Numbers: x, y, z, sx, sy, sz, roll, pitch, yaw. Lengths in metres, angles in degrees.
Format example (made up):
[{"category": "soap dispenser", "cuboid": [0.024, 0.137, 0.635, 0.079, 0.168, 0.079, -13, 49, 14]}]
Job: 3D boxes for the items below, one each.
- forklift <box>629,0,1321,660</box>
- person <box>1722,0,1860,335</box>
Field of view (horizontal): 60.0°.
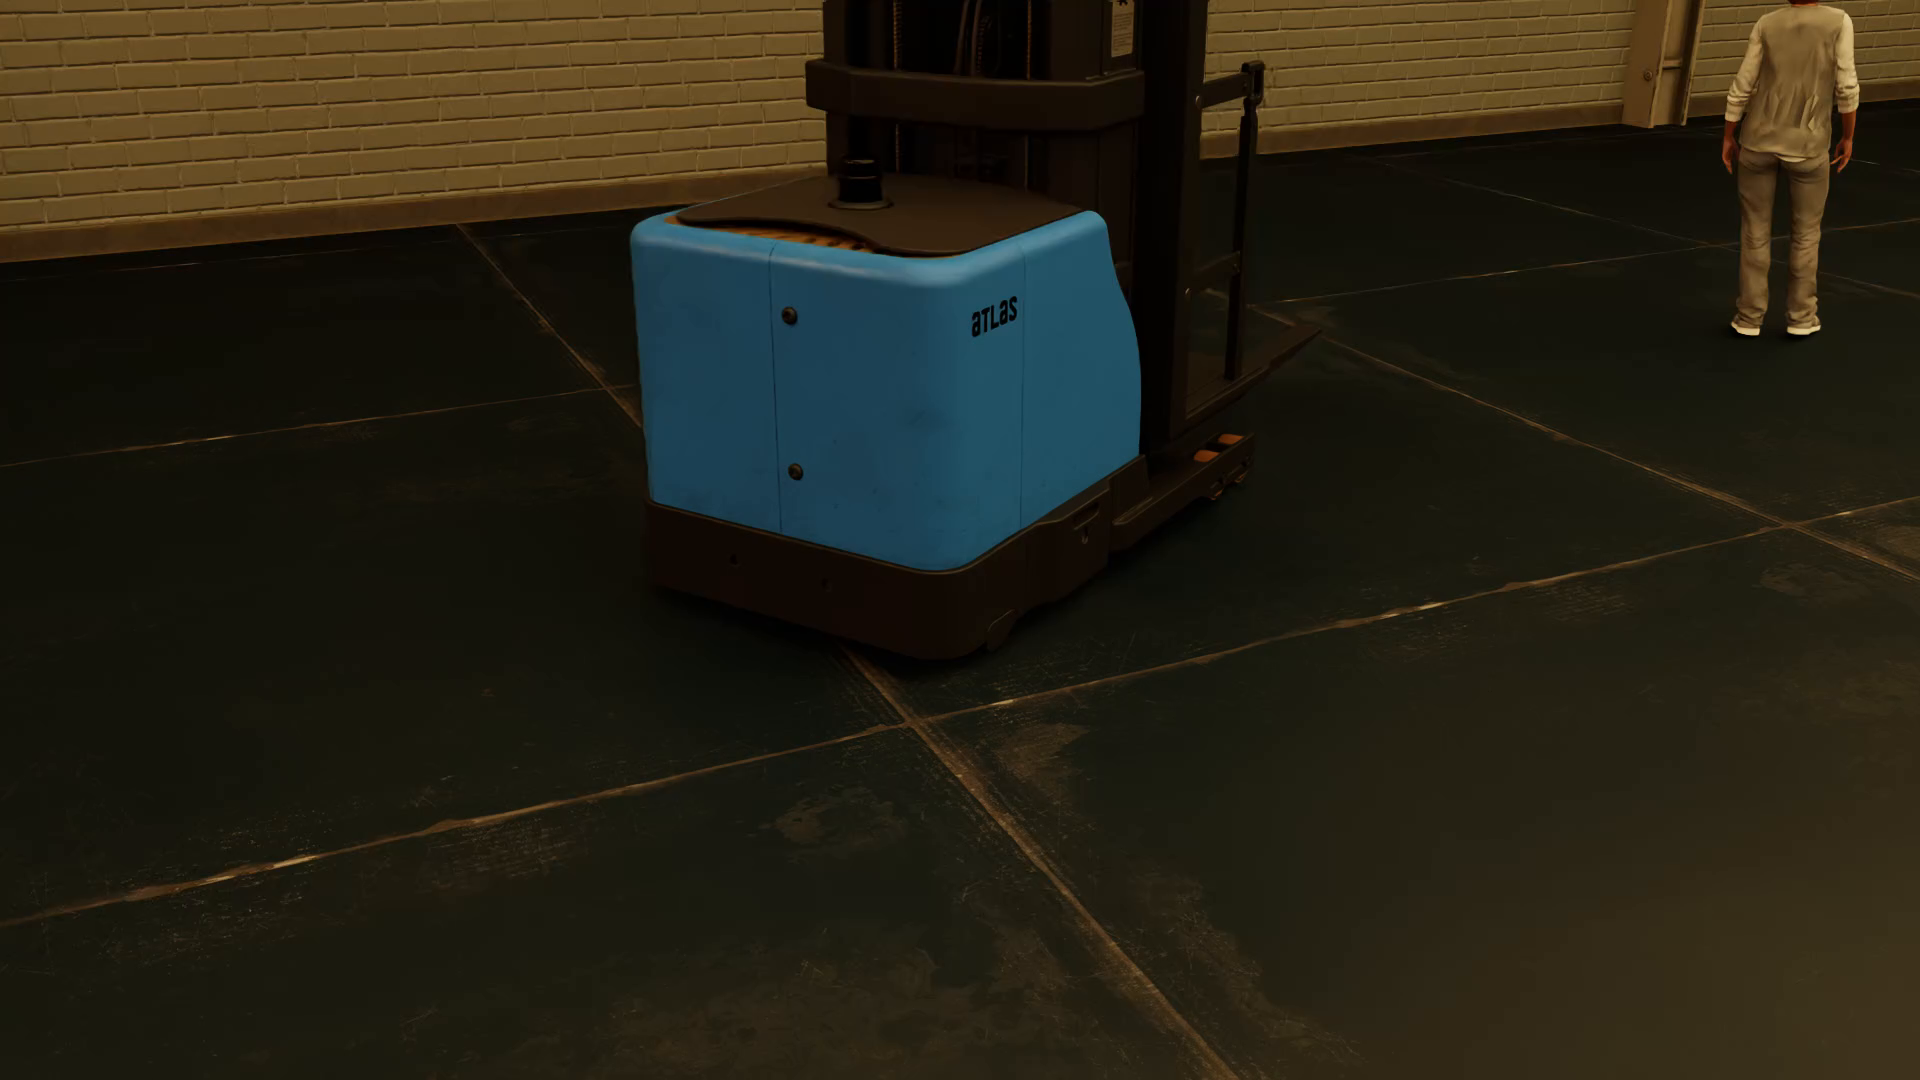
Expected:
[{"category": "forklift", "cuboid": [0.334, -1.566, 5.056, 1.130, 2.935, 3.031, 14, 26, 29]}, {"category": "person", "cuboid": [3.469, -1.646, 6.972, 0.517, 1.599, 0.471, 12, 25, 26]}]
